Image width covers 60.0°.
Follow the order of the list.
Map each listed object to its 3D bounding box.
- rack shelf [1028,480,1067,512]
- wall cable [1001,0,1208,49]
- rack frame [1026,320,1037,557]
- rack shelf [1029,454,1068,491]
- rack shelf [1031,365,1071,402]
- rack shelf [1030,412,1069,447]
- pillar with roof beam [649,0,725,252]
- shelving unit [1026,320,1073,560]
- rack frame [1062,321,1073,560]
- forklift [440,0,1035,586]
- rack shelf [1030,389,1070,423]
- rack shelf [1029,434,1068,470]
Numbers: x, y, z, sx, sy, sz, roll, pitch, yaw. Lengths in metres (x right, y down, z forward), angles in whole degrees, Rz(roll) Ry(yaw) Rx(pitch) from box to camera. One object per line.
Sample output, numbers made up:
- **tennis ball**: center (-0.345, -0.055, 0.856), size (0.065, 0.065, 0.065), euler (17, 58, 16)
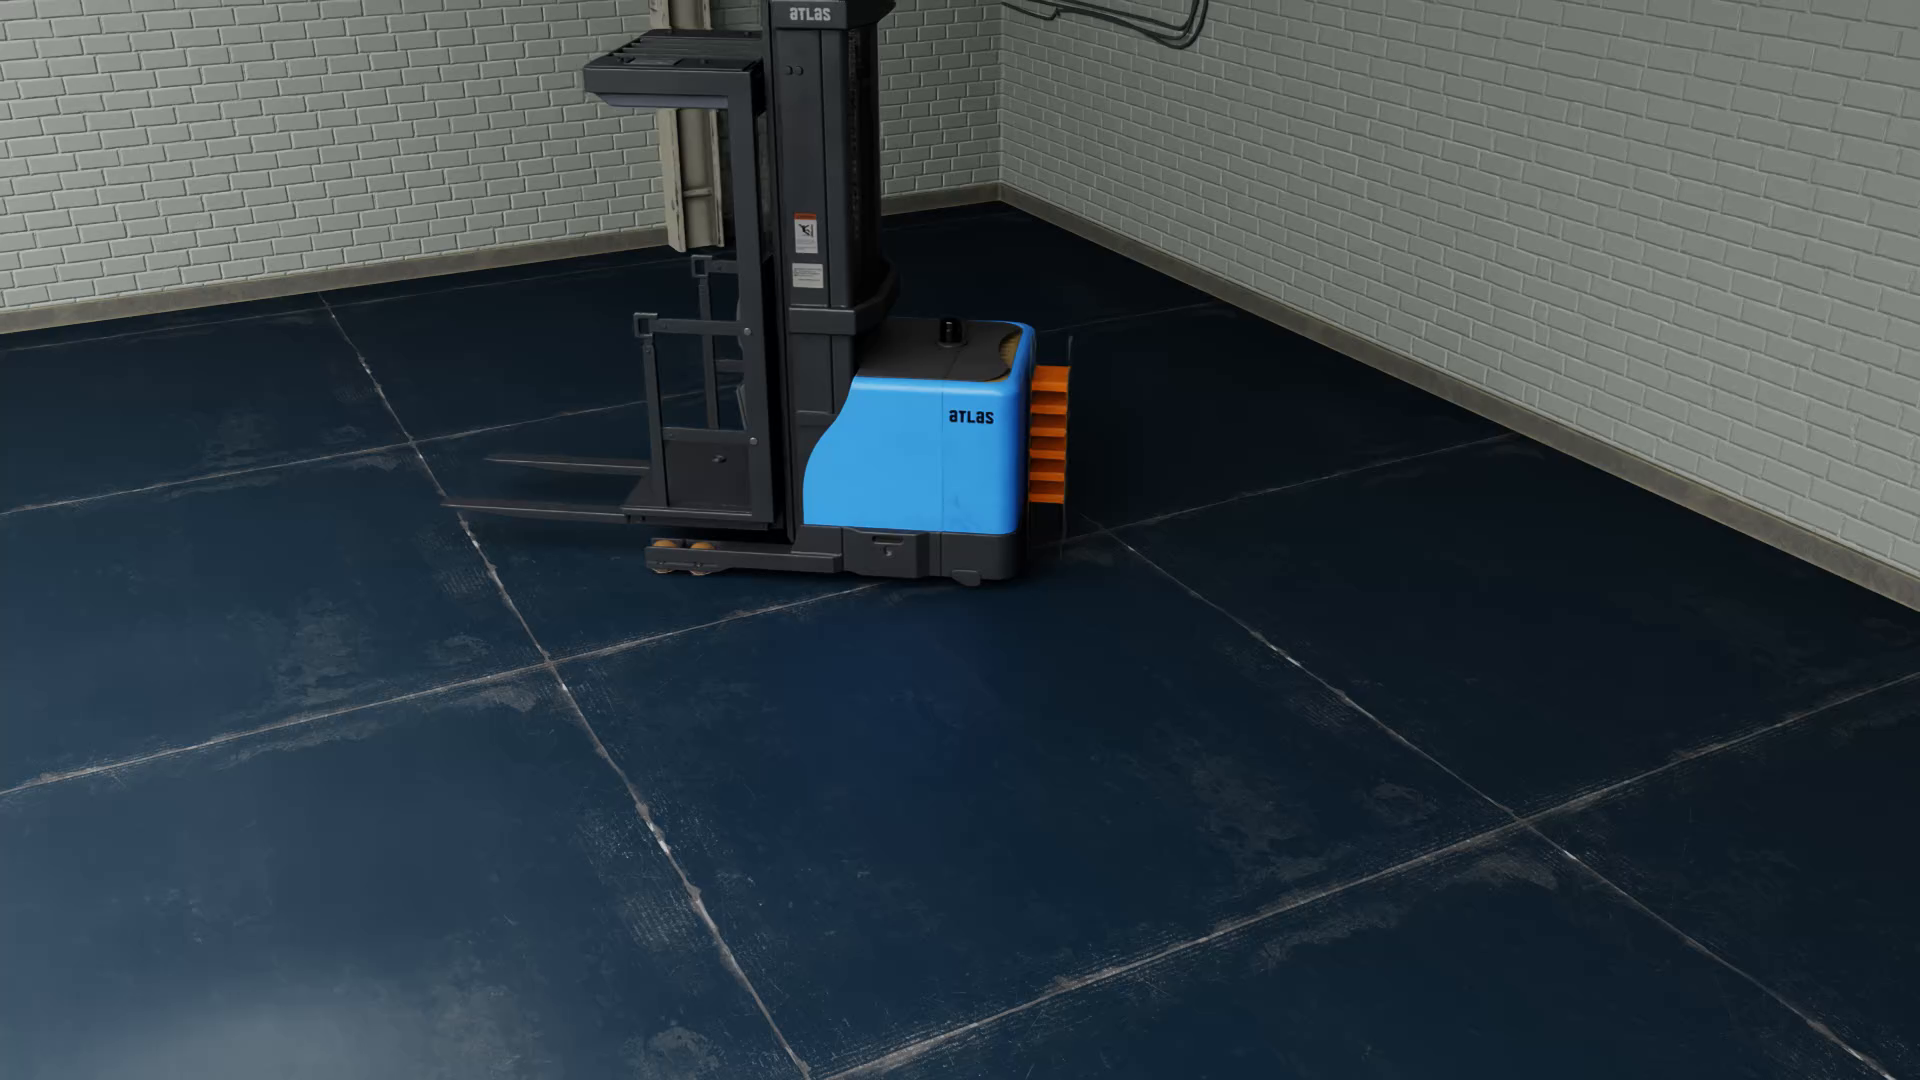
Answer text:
- **rack shelf**: center (0.451, -0.241, 8.521), size (0.180, 0.103, 0.258), euler (3, 26, 7)
- **wall cable**: center (1.021, -5.215, 12.803), size (0.112, 2.526, 3.097), euler (-13, 29, -25)
- **rack frame**: center (0.361, -0.502, 8.408), size (0.006, 1.200, 0.240), euler (3, 26, 7)
- **rack shelf**: center (0.451, -0.349, 8.469), size (0.180, 0.103, 0.258), euler (3, 26, 7)
- **rack shelf**: center (0.452, -0.781, 8.261), size (0.180, 0.103, 0.258), euler (3, 26, 7)
- **rack shelf**: center (0.452, -0.565, 8.365), size (0.180, 0.103, 0.258), euler (3, 26, 7)
- **pillar with roof beam**: center (-0.175, -4.876, 8.509), size (0.400, 9.000, 9.100), euler (-13, 29, -25)
- **shelving unit**: center (0.452, -0.497, 8.398), size (0.189, 1.200, 0.258), euler (3, 26, 7)
- **rack frame**: center (0.542, -0.492, 8.387), size (0.006, 1.200, 0.240), euler (3, 26, 7)
- **forklift**: center (-1.152, -1.363, 8.203), size (3.031, 2.935, 1.130), euler (3, 26, 7)
- **rack shelf**: center (0.452, -0.673, 8.313), size (0.180, 0.103, 0.258), euler (3, 26, 7)
- **rack shelf**: center (0.452, -0.457, 8.417), size (0.180, 0.103, 0.258), euler (3, 26, 7)
